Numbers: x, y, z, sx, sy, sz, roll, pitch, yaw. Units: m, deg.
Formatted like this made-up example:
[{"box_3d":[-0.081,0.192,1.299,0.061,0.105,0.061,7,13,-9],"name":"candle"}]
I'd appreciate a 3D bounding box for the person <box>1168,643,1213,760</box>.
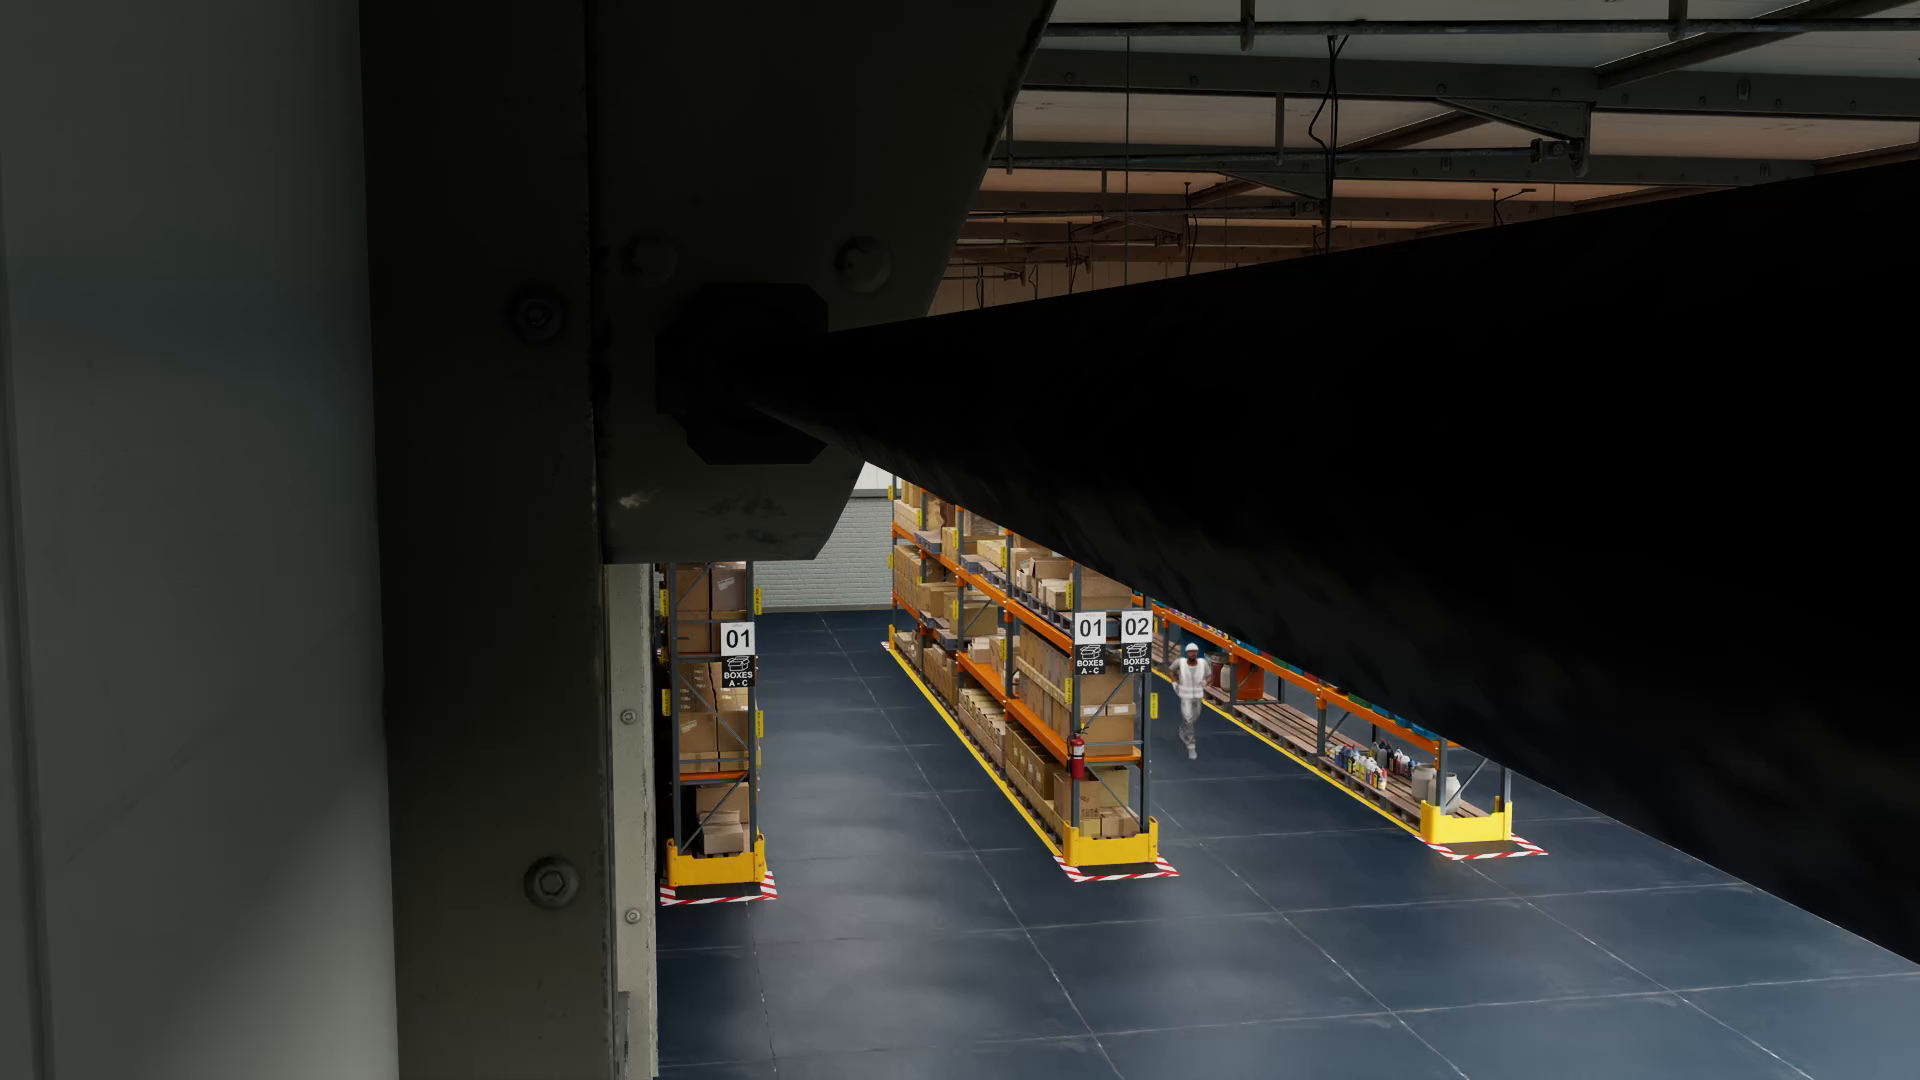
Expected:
[{"box_3d":[3.744,2.553,26.868,0.645,1.821,1.078,-1,6,-13],"name":"person"}]
